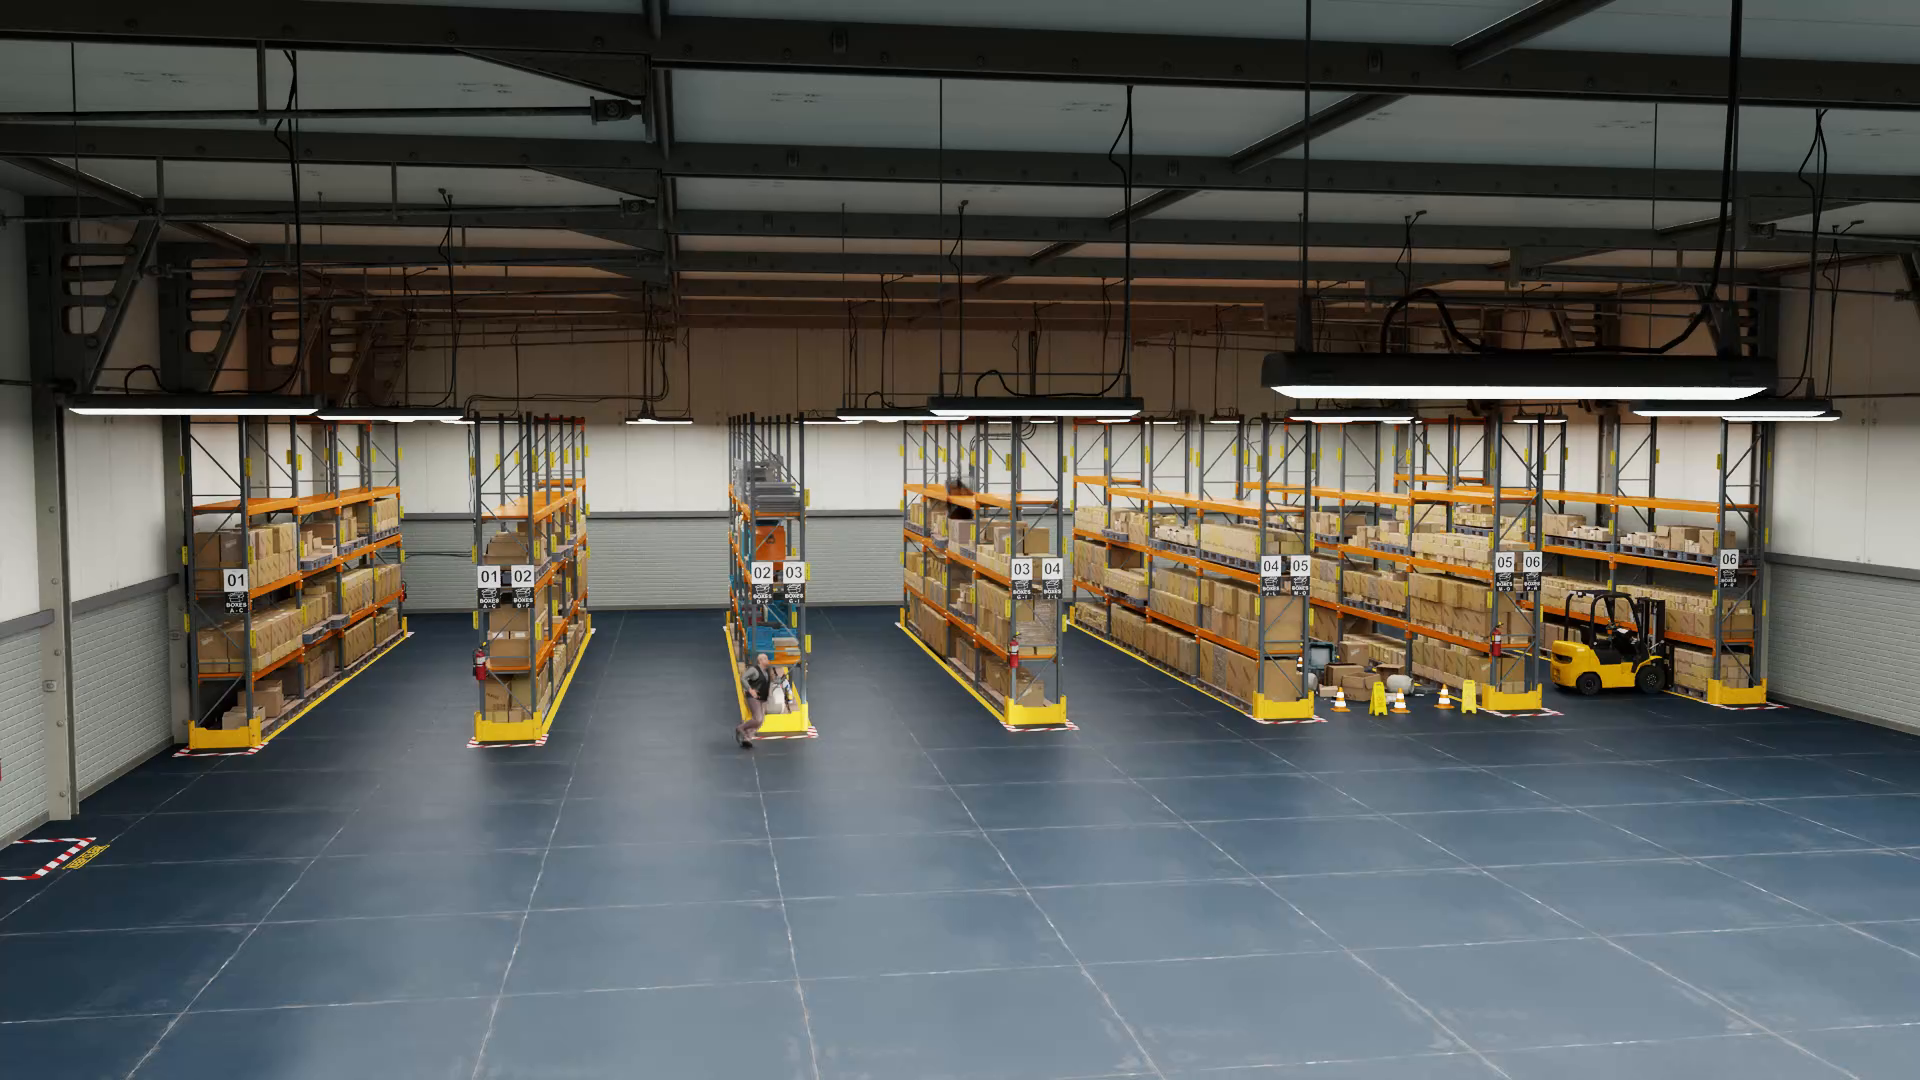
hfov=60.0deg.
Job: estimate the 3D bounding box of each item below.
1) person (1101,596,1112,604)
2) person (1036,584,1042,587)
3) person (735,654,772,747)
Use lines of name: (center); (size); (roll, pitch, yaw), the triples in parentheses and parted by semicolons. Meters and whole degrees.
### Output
person: (4.475, 1.521, 49.997); (0.577, 1.606, 0.572); (-1, 4, -9)
person: (2.202, 1.693, 47.123); (0.665, 1.657, 0.570); (0, 4, -3)
person: (-3.651, 2.869, 29.902); (0.571, 1.635, 0.714); (2, 5, 32)
